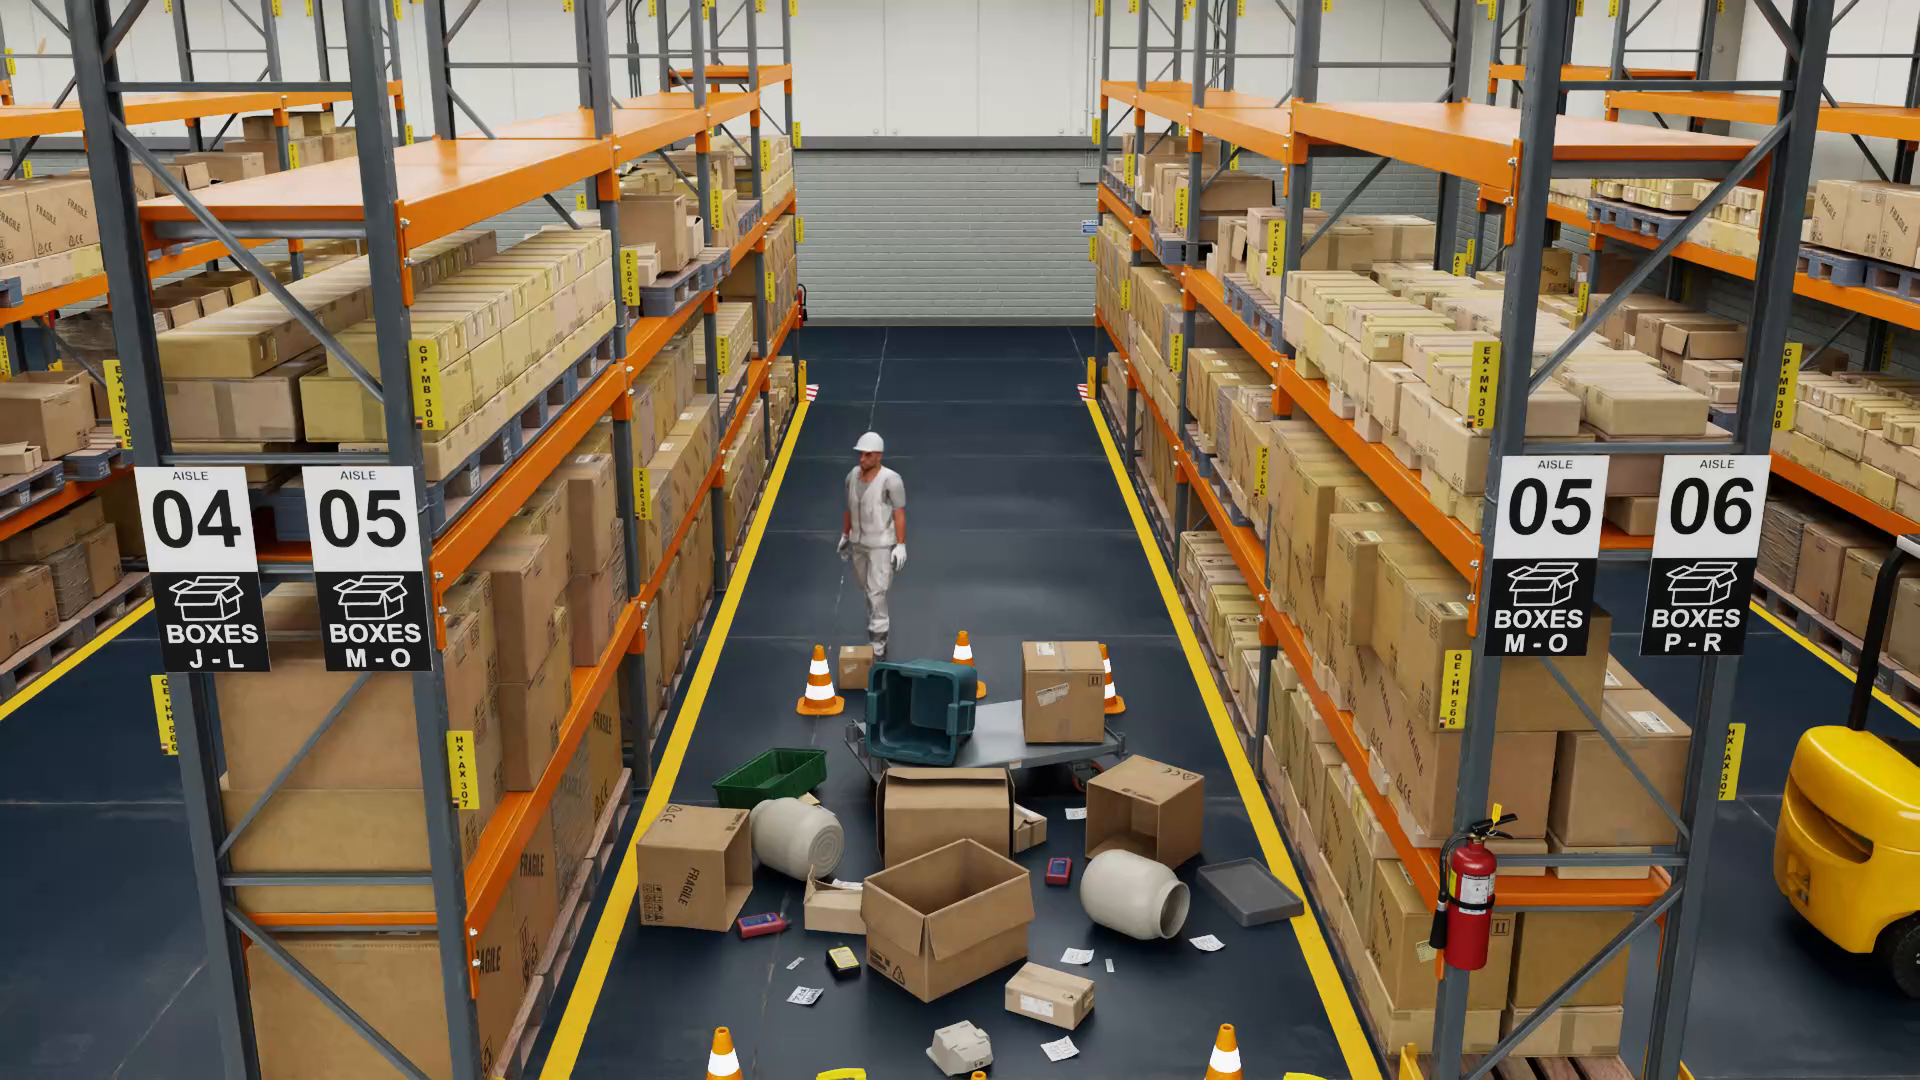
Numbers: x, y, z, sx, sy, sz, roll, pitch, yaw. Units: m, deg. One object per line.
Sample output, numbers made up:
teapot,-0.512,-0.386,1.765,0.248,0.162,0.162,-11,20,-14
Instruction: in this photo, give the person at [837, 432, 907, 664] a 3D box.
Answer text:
person,-0.746,0.065,12.754,0.588,1.796,0.550,14,22,38
